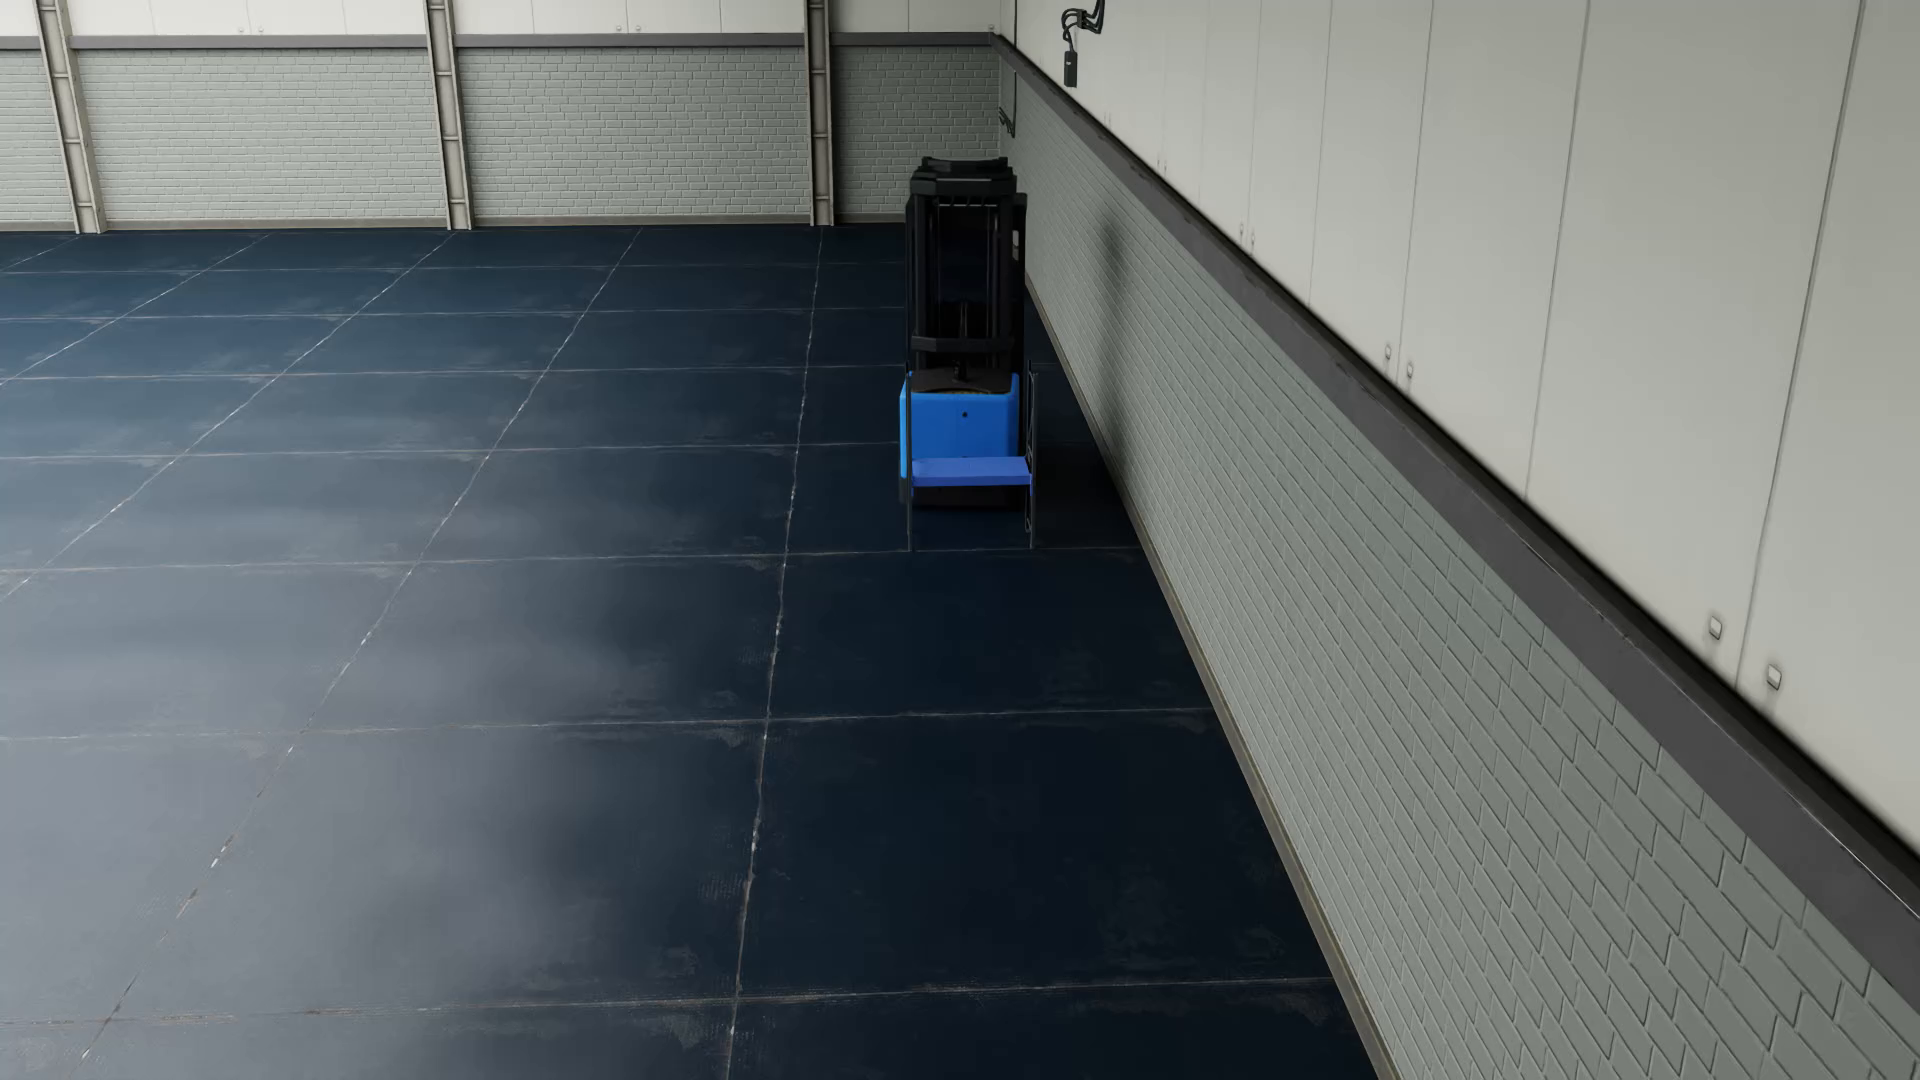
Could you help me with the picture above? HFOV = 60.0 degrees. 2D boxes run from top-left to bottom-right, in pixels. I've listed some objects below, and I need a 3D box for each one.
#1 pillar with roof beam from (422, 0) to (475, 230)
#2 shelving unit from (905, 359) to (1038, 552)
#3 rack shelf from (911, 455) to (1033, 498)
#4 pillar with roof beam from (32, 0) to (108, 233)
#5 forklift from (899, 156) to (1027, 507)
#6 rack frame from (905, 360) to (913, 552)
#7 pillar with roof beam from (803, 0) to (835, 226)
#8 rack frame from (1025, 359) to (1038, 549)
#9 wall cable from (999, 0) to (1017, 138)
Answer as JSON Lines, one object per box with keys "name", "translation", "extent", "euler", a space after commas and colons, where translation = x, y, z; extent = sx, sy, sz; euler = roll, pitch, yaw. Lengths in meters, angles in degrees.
{"name": "pillar with roof beam", "translation": [-8.061, -7.879, 22.100], "extent": [0.400, 9.000, 9.100], "euler": [-1, 21, -3]}
{"name": "shelving unit", "translation": [0.085, -0.703, 13.790], "extent": [1.048, 1.500, 0.538], "euler": [-1, 21, -3]}
{"name": "rack shelf", "translation": [0.085, -0.535, 13.854], "extent": [1.000, 0.185, 0.538], "euler": [-1, 21, -3]}
{"name": "pillar with roof beam", "translation": [-14.051, -7.757, 21.780], "extent": [0.400, 9.000, 9.100], "euler": [-1, 21, -3]}
{"name": "forklift", "translation": [0.065, -2.139, 15.552], "extent": [1.130, 2.935, 3.031], "euler": [1, 21, 3]}
{"name": "rack frame", "translation": [-0.422, -0.692, 13.763], "extent": [0.032, 1.500, 0.500], "euler": [-1, 21, -3]}
{"name": "pillar with roof beam", "translation": [-2.071, -8.001, 22.421], "extent": [0.400, 9.000, 9.100], "euler": [-1, 21, -3]}
{"name": "rack frame", "translation": [0.593, -0.713, 13.817], "extent": [0.032, 1.500, 0.500], "euler": [-1, 21, -3]}
{"name": "wall cable", "translation": [0.700, -7.669, 25.913], "extent": [0.112, 2.526, 3.097], "euler": [-1, 21, -3]}
